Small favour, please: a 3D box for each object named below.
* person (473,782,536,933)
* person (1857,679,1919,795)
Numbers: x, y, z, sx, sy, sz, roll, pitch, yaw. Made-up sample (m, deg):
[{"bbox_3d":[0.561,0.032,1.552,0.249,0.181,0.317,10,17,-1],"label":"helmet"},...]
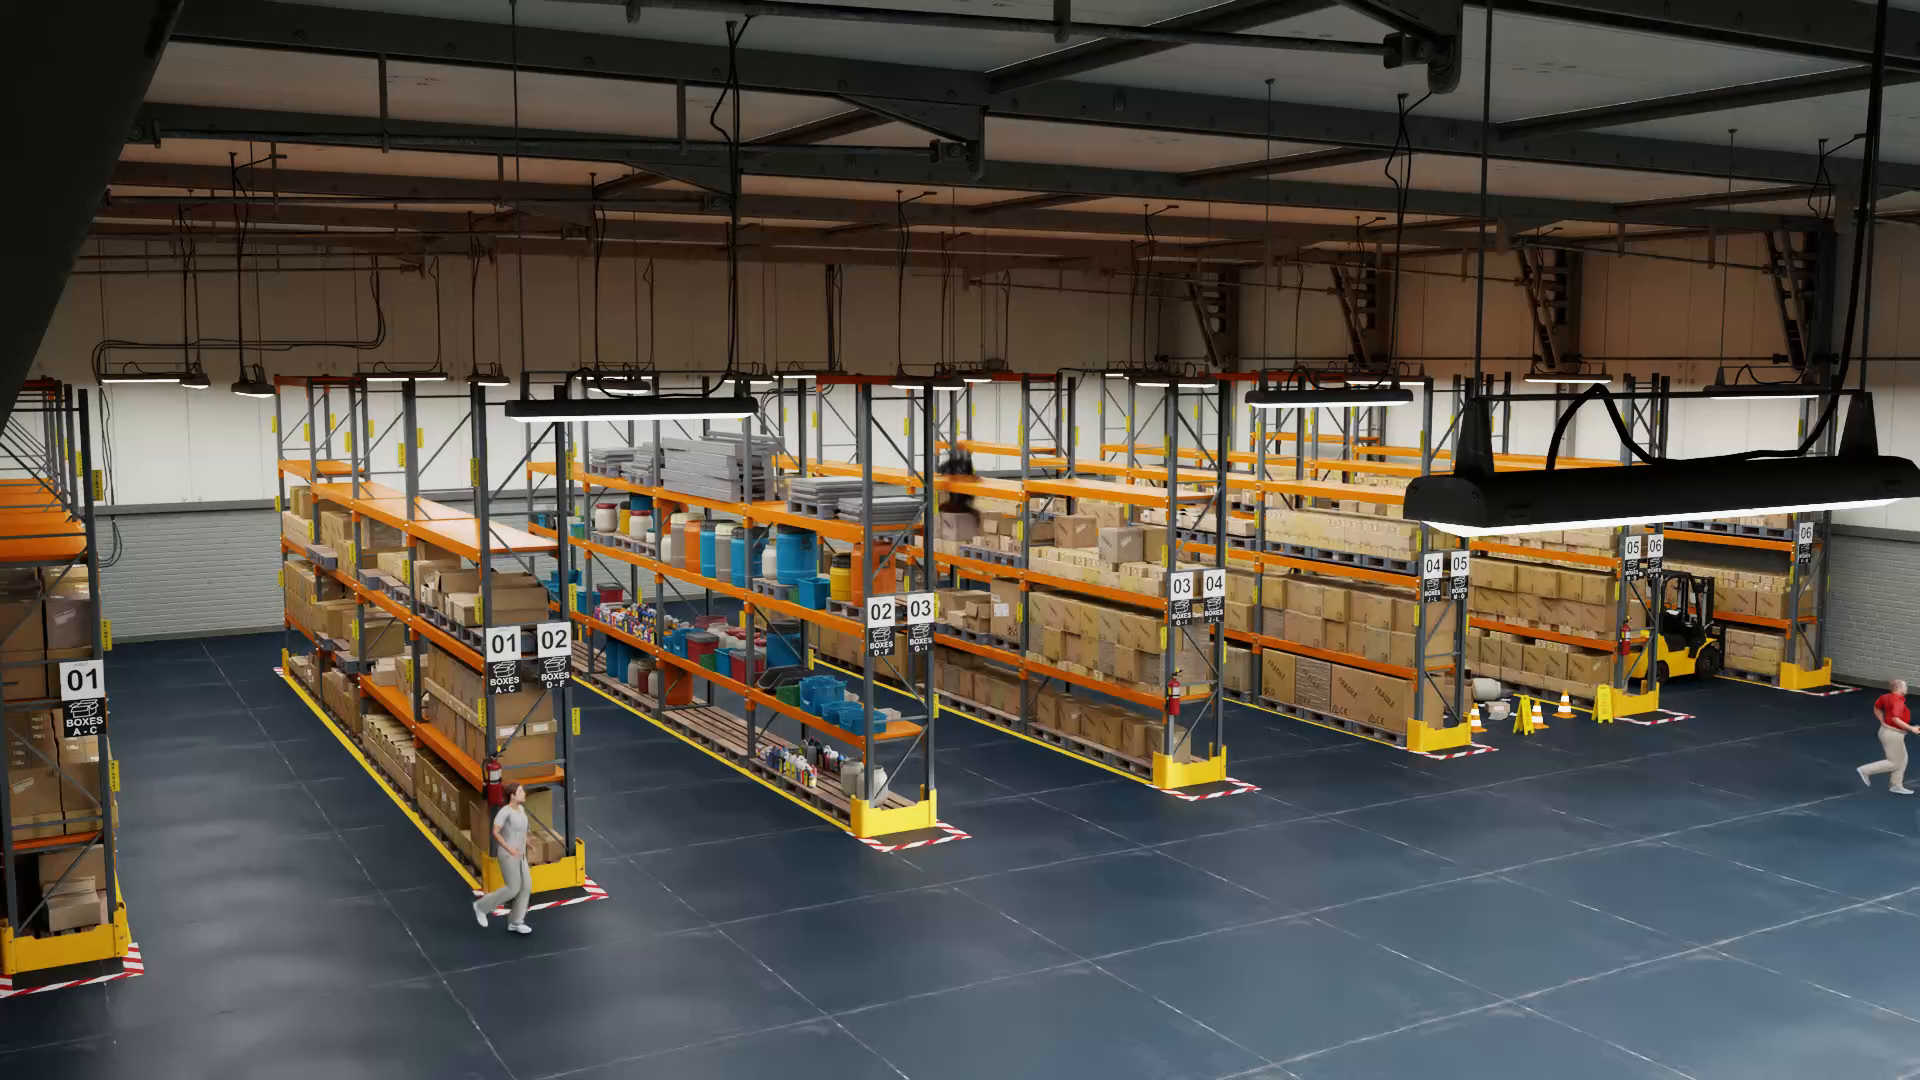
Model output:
[{"bbox_3d":[-5.013,3.500,18.525,0.684,1.623,0.634,1,6,12],"label":"person"},{"bbox_3d":[13.471,2.855,24.163,0.829,1.698,0.653,1,6,11],"label":"person"}]
